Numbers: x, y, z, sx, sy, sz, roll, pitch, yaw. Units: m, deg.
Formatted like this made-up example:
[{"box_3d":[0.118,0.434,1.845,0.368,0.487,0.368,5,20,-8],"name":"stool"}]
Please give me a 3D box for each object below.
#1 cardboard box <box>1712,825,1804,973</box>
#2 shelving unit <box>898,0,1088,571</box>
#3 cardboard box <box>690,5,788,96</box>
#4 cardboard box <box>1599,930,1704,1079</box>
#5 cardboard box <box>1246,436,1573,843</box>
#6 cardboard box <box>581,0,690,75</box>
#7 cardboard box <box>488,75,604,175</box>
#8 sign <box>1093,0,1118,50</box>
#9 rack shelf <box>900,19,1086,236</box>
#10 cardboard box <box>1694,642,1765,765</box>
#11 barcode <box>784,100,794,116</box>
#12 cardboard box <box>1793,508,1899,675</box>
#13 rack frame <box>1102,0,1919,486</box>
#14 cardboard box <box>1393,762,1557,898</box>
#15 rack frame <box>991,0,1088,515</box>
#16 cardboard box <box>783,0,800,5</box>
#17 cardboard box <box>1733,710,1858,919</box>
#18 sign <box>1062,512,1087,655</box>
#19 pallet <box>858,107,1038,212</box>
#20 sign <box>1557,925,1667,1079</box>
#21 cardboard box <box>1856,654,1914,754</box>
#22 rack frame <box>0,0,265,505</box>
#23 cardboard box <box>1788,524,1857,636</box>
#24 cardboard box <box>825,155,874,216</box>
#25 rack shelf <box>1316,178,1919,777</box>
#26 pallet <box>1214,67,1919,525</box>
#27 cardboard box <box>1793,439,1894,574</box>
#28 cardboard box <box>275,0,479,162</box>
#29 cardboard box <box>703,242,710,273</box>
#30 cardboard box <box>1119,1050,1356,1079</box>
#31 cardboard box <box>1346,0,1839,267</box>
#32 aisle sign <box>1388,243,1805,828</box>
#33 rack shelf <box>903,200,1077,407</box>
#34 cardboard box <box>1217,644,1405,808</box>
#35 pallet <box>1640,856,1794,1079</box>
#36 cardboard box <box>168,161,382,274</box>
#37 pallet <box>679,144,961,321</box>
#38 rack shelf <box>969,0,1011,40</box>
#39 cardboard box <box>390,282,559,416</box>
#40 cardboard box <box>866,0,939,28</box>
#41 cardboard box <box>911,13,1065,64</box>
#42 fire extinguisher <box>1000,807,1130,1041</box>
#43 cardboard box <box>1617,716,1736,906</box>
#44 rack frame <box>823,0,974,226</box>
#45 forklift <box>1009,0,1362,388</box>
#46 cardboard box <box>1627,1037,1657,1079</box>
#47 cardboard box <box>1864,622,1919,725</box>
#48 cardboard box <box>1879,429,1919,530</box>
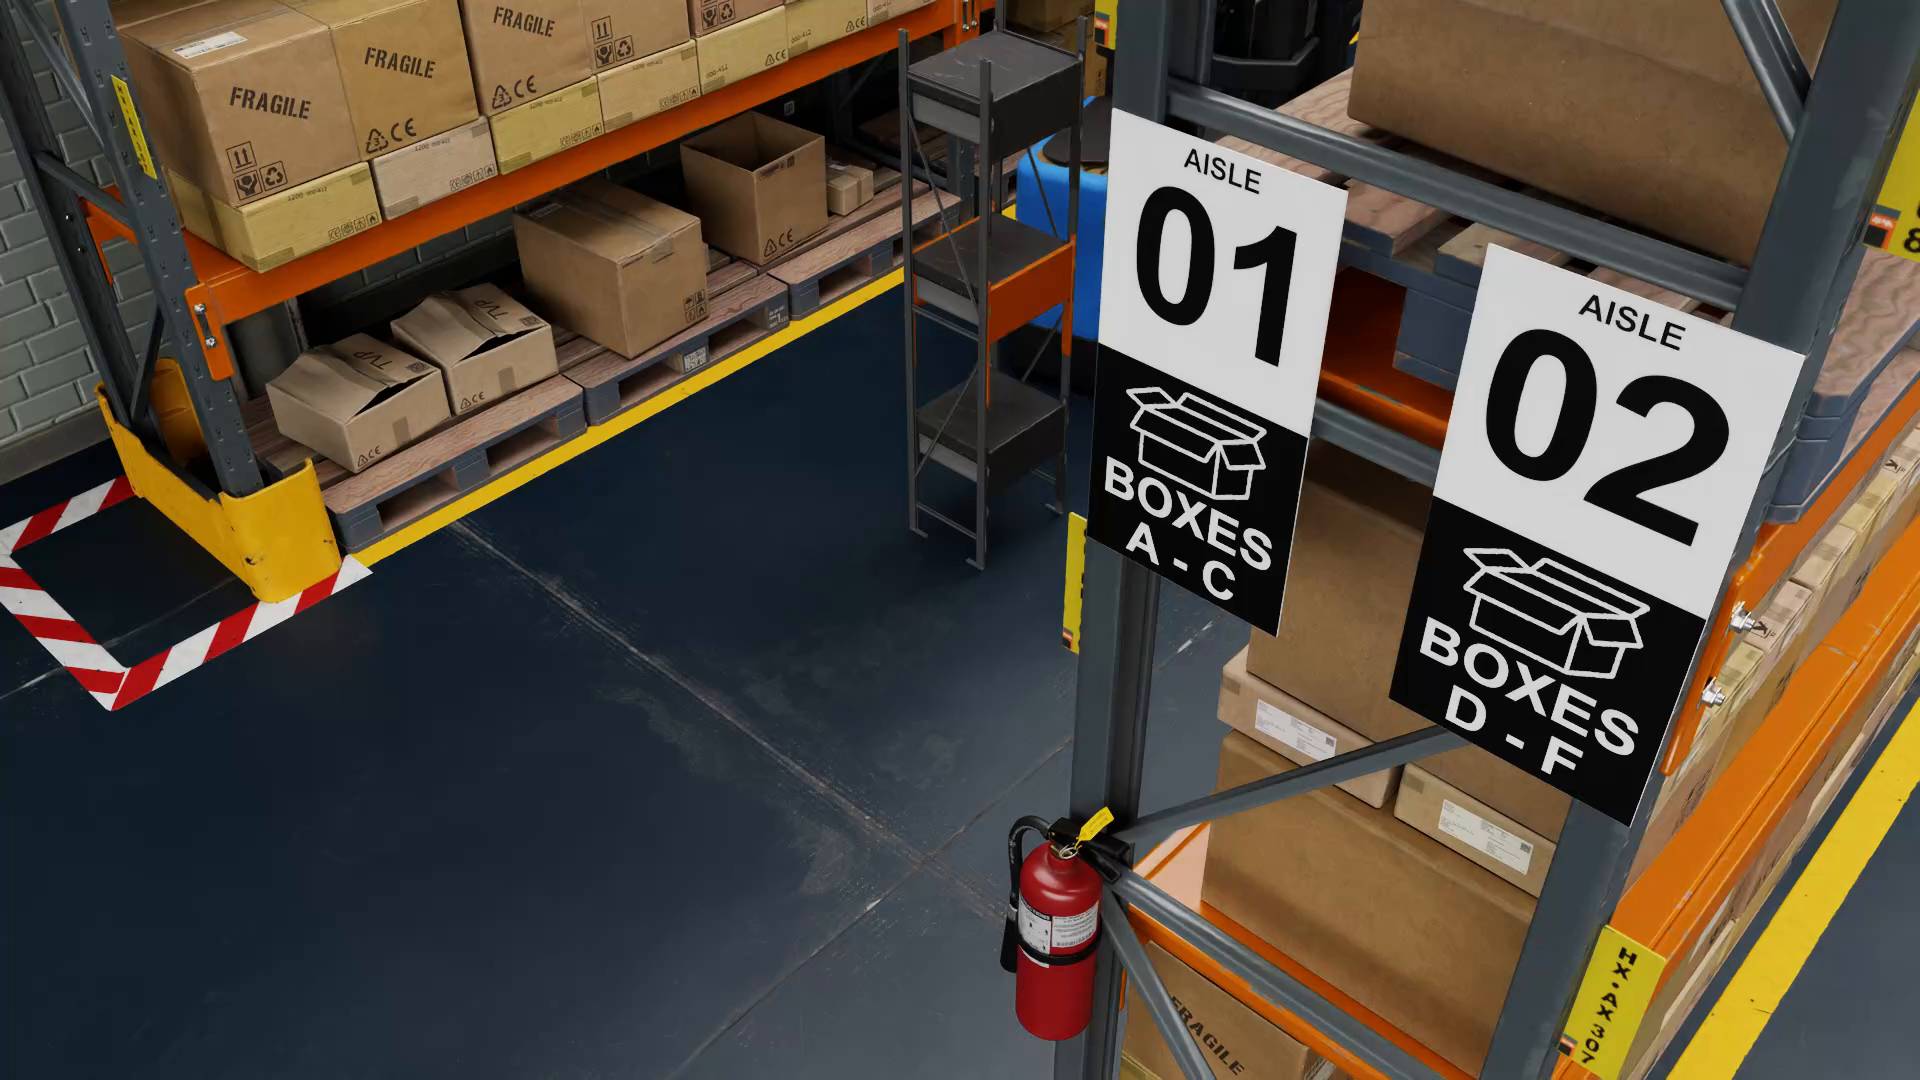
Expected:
[{"box_3d":[2.167,0.948,5.020,0.500,0.250,0.500,30,47,32],"name":"cardboard box"},{"box_3d":[0.112,-0.898,6.192,0.431,2.100,0.503,30,47,32],"name":"shelving unit"},{"box_3d":[-1.099,-2.180,7.186,0.500,0.250,0.500,29,47,32],"name":"cardboard box"},{"box_3d":[1.490,1.112,4.211,0.500,0.500,0.500,30,47,32],"name":"cardboard box"},{"box_3d":[0.988,0.097,3.096,0.700,0.500,0.500,30,47,32],"name":"cardboard box"},{"box_3d":[-1.454,-2.237,6.655,0.500,0.500,0.500,31,48,33],"name":"cardboard box"},{"box_3d":[-1.780,-1.717,6.604,0.500,0.250,0.500,29,47,31],"name":"cardboard box"},{"box_3d":[0.237,-0.847,2.347,0.100,0.325,0.005,30,47,32],"name":"sign"},{"box_3d":[0.112,-1.435,5.765,0.431,0.518,0.480,30,47,32],"name":"rack shelf"},{"box_3d":[1.397,0.258,3.414,0.380,0.149,0.250,30,47,32],"name":"cardboard box"},{"box_3d":[-0.874,-2.211,8.518,0.001,0.075,0.075,30,47,32],"name":"barcode"},{"box_3d":[1.995,-0.084,4.365,0.700,0.500,0.500,31,48,33],"name":"cardboard box"},{"box_3d":[0.628,-1.471,1.370,1.000,3.000,0.127,30,47,32],"name":"rack frame"},{"box_3d":[1.051,0.494,3.117,0.380,0.149,0.250,29,47,32],"name":"cardboard box"},{"box_3d":[0.276,-1.010,6.333,0.400,2.100,0.015,30,47,32],"name":"rack frame"},{"box_3d":[-0.756,-2.703,7.241,0.500,0.500,0.500,29,47,32],"name":"cardboard box"},{"box_3d":[2.168,0.654,4.786,0.500,0.500,0.500,30,47,32],"name":"cardboard box"},{"box_3d":[0.237,0.097,3.097,0.100,0.325,0.005,30,47,32],"name":"sign"},{"box_3d":[0.191,-2.306,9.480,1.003,0.211,1.213,30,47,32],"name":"pallet"},{"box_3d":[1.033,0.743,2.646,0.100,0.325,0.005,30,47,32],"name":"sign"},{"box_3d":[2.830,0.482,5.606,0.500,0.250,0.500,30,47,32],"name":"cardboard box"},{"box_3d":[-3.031,-1.201,5.851,1.000,3.000,0.127,30,47,32],"name":"rack frame"},{"box_3d":[1.747,0.019,3.714,0.380,0.149,0.250,28,46,31],"name":"cardboard box"},{"box_3d":[-0.671,-1.844,8.582,0.380,0.166,0.250,23,44,27],"name":"cardboard box"},{"box_3d":[1.977,-0.934,3.683,1.077,0.370,4.000,30,47,32],"name":"rack shelf"},{"box_3d":[1.124,-0.576,2.726,1.003,0.211,1.213,30,47,32],"name":"pallet"},{"box_3d":[1.678,-0.379,3.694,0.700,0.500,0.500,30,47,32],"name":"cardboard box"},{"box_3d":[-2.147,-1.760,6.055,0.500,0.500,0.500,30,47,32],"name":"cardboard box"},{"box_3d":[-1.426,-1.369,7.998,0.380,0.149,0.250,26,45,29],"name":"cardboard box"},{"box_3d":[0.771,1.418,4.428,0.500,0.250,0.500,30,47,32],"name":"cardboard box"},{"box_3d":[1.019,-0.819,2.427,0.637,0.503,0.797,-31,48,-33],"name":"cardboard box"},{"box_3d":[0.810,0.018,2.228,0.394,0.787,0.004,30,47,32],"name":"aisle sign"},{"box_3d":[0.112,-0.887,6.201,0.431,0.518,0.480,30,47,32],"name":"rack shelf"},{"box_3d":[0.745,0.328,3.325,0.380,0.149,0.250,29,47,31],"name":"cardboard box"},{"box_3d":[1.936,1.042,5.270,1.003,0.211,1.213,30,47,32],"name":"pallet"},{"box_3d":[-2.468,-1.241,6.005,0.500,0.250,0.500,28,46,31],"name":"cardboard box"},{"box_3d":[-0.760,-1.624,8.623,1.003,0.211,1.213,30,47,32],"name":"pallet"},{"box_3d":[1.017,-3.676,9.541,1.077,0.370,4.000,30,47,32],"name":"rack shelf"},{"box_3d":[-2.113,-0.863,7.232,0.500,0.311,0.500,-30,47,-32],"name":"cardboard box"},{"box_3d":[-0.429,-2.643,7.768,0.500,0.250,0.500,30,47,32],"name":"cardboard box"},{"box_3d":[0.152,-2.578,9.237,0.700,0.500,0.500,31,48,33],"name":"cardboard box"},{"box_3d":[0.205,0.767,3.438,0.296,0.674,0.183,30,47,32],"name":"fire extinguisher"},{"box_3d":[1.303,0.386,3.775,0.700,0.500,0.500,31,48,33],"name":"cardboard box"},{"box_3d":[-0.333,-3.039,8.162,1.000,3.000,0.127,30,47,32],"name":"rack frame"},{"box_3d":[1.349,-2.595,7.659,1.130,2.935,3.031,18,42,21],"name":"forklift"},{"box_3d":[1.488,1.405,4.445,0.500,0.250,0.500,30,47,32],"name":"cardboard box"},{"box_3d":[2.829,0.187,5.374,0.500,0.500,0.500,30,47,32],"name":"cardboard box"},{"box_3d":[2.089,-0.212,4.005,0.380,0.149,0.250,30,47,32],"name":"cardboard box"}]
